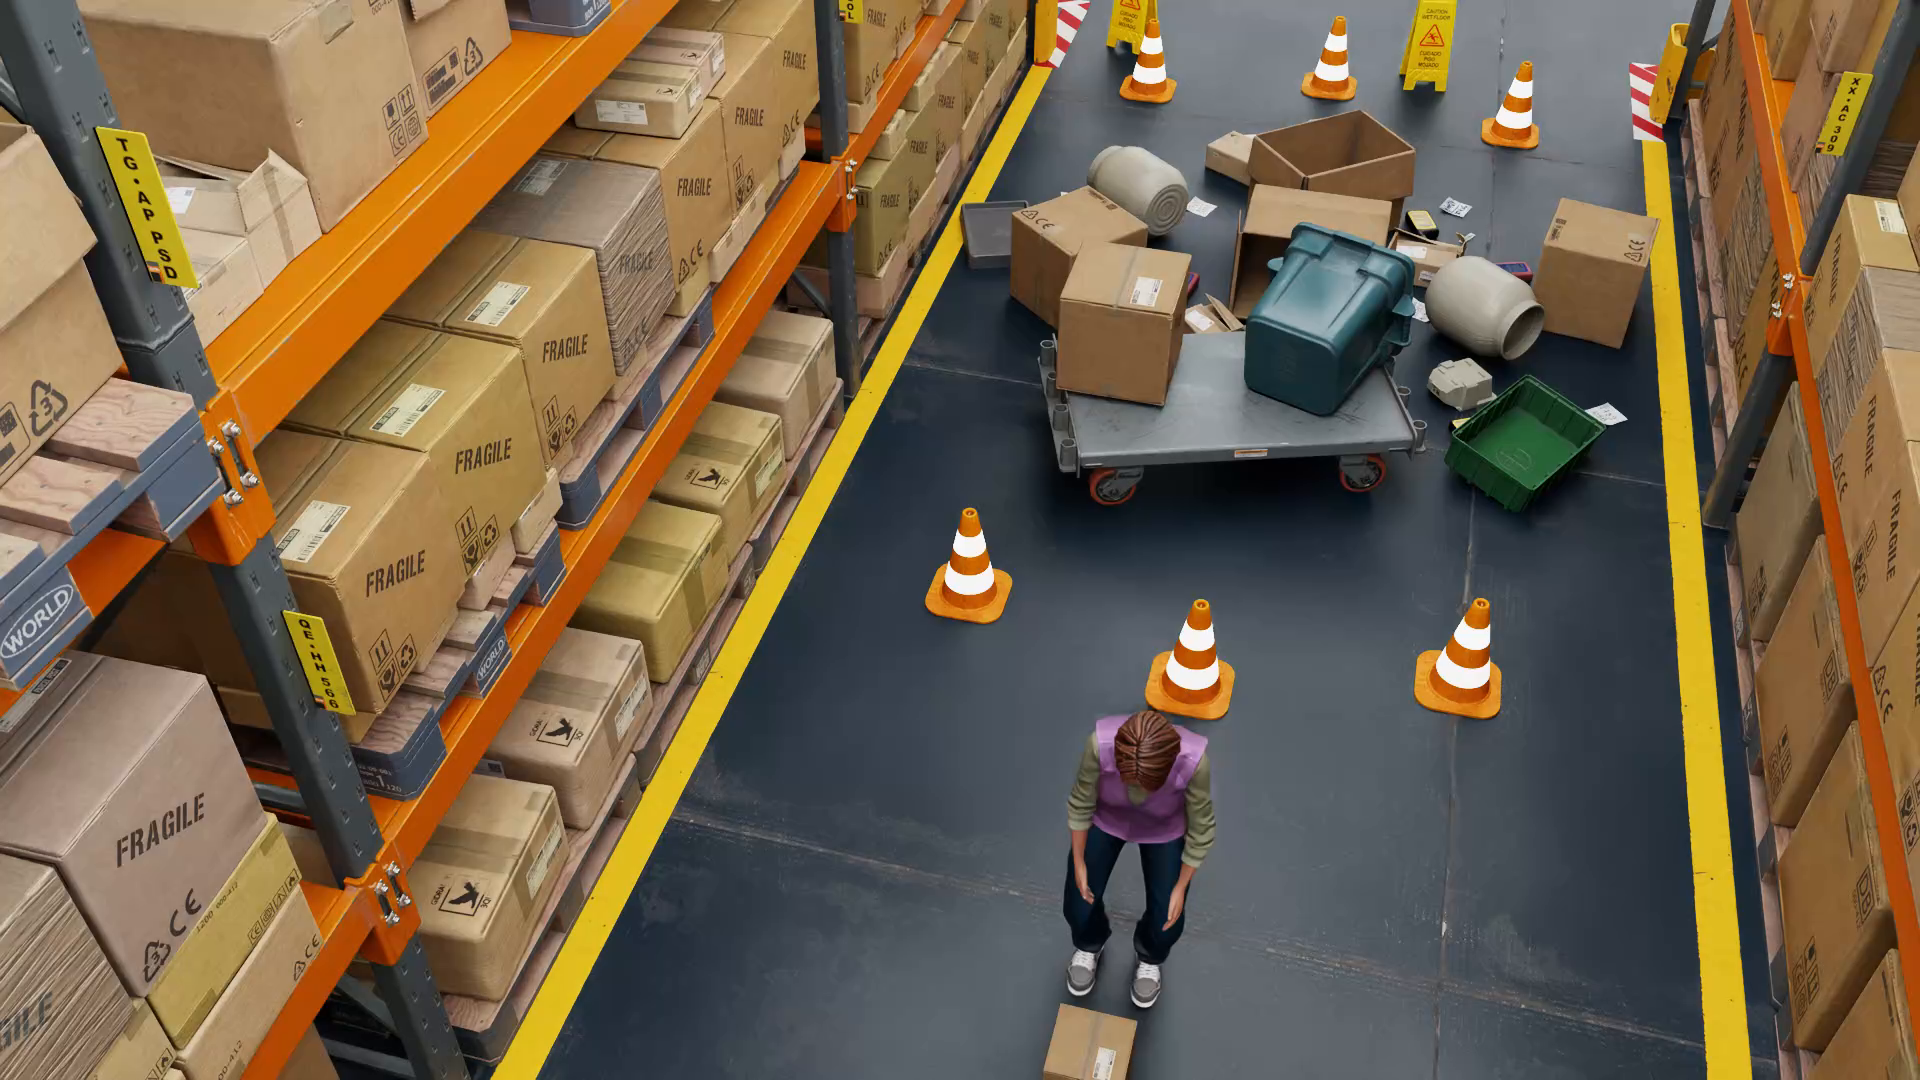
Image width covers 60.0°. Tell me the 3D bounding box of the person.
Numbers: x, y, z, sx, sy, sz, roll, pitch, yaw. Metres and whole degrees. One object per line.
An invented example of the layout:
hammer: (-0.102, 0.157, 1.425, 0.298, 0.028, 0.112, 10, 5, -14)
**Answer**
person: (0.563, 0.962, 5.218, 0.454, 1.429, 0.539, 11, 43, 12)
